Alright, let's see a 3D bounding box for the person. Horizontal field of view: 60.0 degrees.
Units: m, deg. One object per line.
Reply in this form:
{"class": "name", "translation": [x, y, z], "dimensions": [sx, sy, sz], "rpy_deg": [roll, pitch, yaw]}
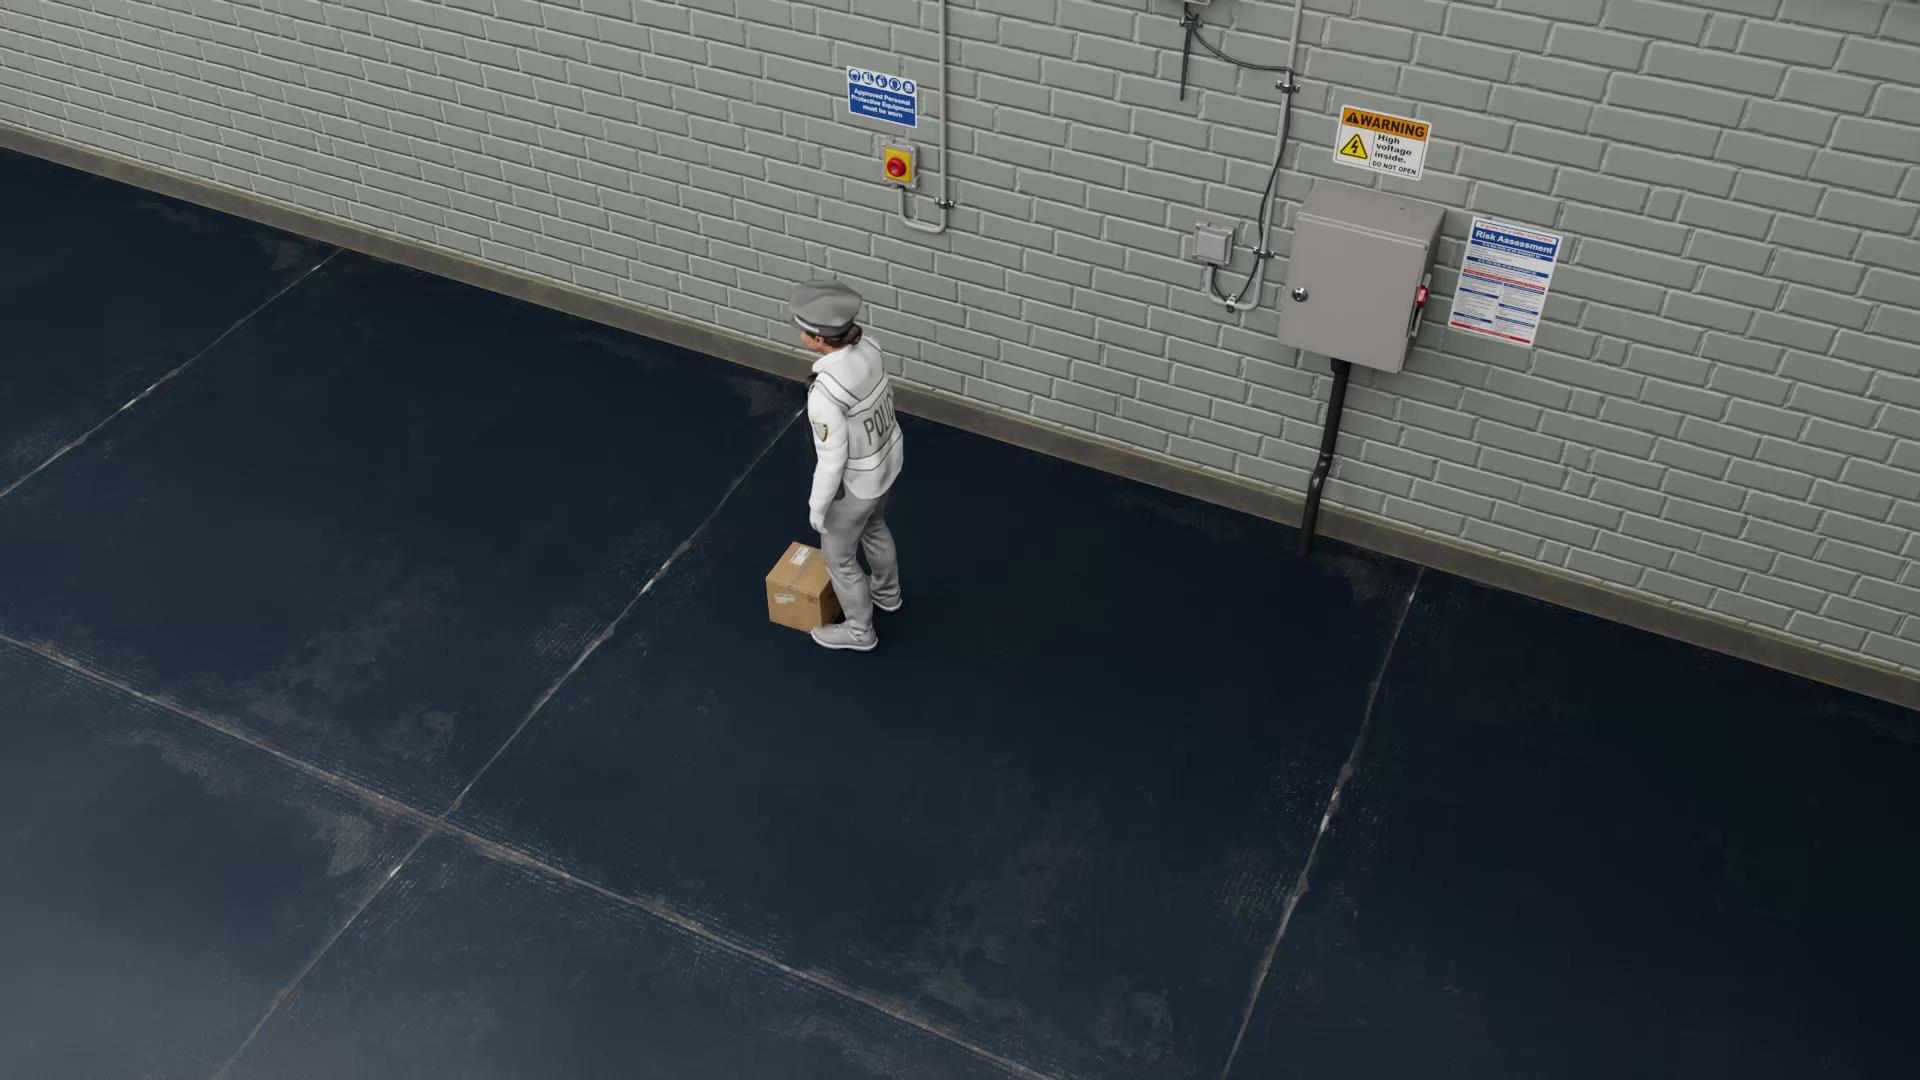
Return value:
{"class": "person", "translation": [-0.424, -0.251, 6.434], "dimensions": [0.377, 1.663, 0.539], "rpy_deg": [16, 45, 17]}
